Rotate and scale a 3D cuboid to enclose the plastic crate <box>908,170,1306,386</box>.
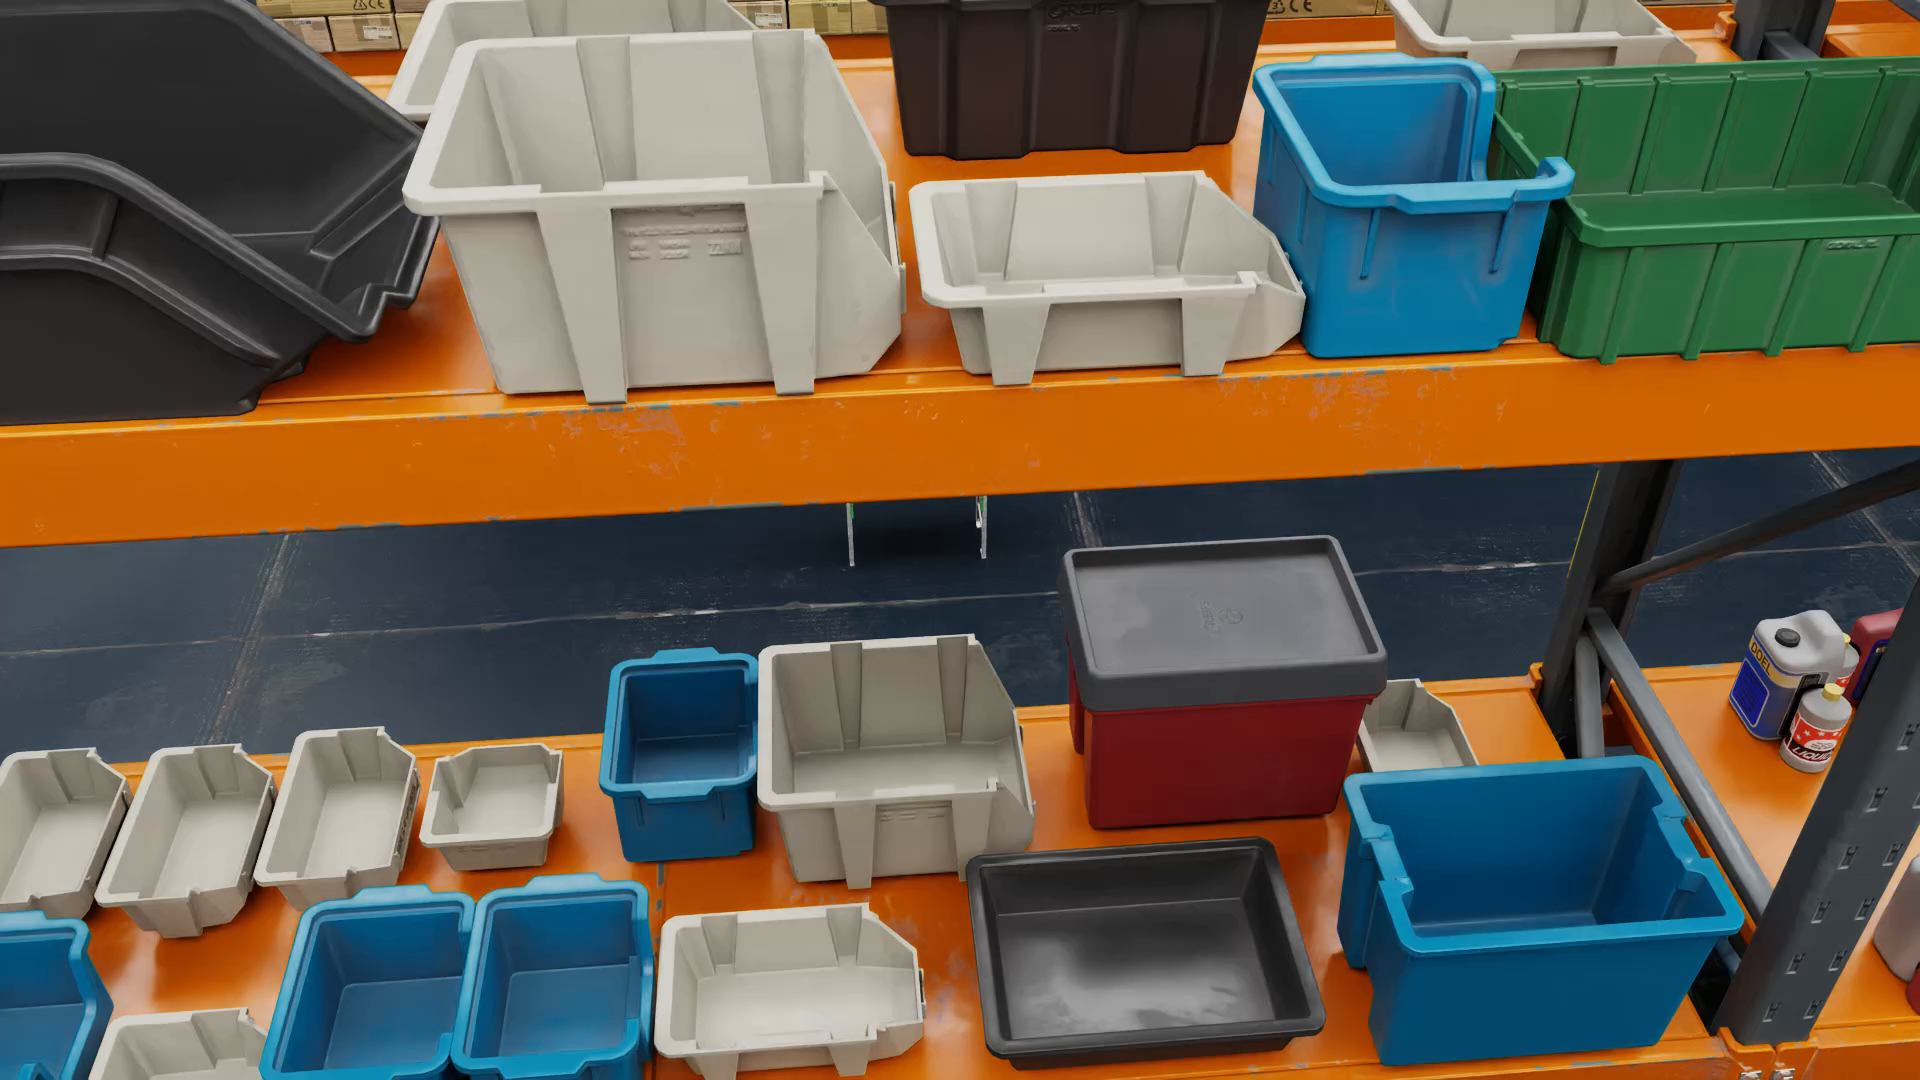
[{"bbox_3d":[0.179,-0.316,2.020,0.466,0.136,0.293,-3,38,-4],"label":"plastic crate"}]

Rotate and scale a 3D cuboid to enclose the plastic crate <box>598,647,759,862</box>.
[{"bbox_3d":[-0.549,0.444,3.352,0.300,0.233,0.416,-3,38,-4],"label":"plastic crate"}]

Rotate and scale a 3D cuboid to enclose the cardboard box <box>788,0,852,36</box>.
[{"bbox_3d":[-0.581,-2.214,6.837,0.250,0.149,0.380,-4,38,-5],"label":"cardboard box"}]

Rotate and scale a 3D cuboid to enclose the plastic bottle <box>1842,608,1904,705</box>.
[{"bbox_3d":[2.003,0.238,3.622,0.133,0.283,0.061,-3,38,-4],"label":"plastic bottle"}]

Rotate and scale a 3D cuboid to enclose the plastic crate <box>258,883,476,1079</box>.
[{"bbox_3d":[-0.985,0.833,2.860,0.300,0.233,0.416,-3,38,-4],"label":"plastic crate"}]

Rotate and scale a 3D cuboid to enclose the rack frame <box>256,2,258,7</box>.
[{"bbox_3d":[-3.011,-2.383,6.848,0.127,3.000,1.000,-3,38,-4],"label":"rack frame"}]

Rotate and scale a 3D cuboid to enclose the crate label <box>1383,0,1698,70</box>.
[{"bbox_3d":[0.899,-0.772,2.598,0.466,0.136,0.293,-3,38,-4],"label":"crate label"}]

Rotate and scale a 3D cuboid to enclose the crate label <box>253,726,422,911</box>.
[{"bbox_3d":[-1.211,0.559,3.284,0.243,0.136,0.396,-3,38,-4],"label":"crate label"}]

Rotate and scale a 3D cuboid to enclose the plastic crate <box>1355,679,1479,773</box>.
[{"bbox_3d":[0.936,0.471,3.396,0.243,0.136,0.396,-3,38,-4],"label":"plastic crate"}]

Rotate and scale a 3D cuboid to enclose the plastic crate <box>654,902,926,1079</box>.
[{"bbox_3d":[-0.296,0.815,2.960,0.466,0.136,0.293,-3,38,-4],"label":"plastic crate"}]

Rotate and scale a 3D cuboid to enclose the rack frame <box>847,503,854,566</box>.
[{"bbox_3d":[-0.408,-0.449,5.850,0.015,1.200,0.240,-3,38,-4],"label":"rack frame"}]

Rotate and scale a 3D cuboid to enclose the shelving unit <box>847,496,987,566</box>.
[{"bbox_3d":[-0.165,-0.462,5.867,0.503,1.200,0.258,-3,38,-4],"label":"shelving unit"}]

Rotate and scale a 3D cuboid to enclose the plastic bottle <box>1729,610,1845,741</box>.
[{"bbox_3d":[1.776,0.281,3.572,0.135,0.276,0.152,-3,38,-4],"label":"plastic bottle"}]

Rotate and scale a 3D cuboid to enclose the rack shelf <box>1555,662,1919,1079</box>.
[{"bbox_3d":[3.404,0.626,3.615,4.000,0.370,1.077,-3,38,-4],"label":"rack shelf"}]

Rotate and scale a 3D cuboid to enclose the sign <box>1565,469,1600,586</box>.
[{"bbox_3d":[1.365,0.005,3.598,0.005,0.325,0.100,-3,38,-4],"label":"sign"}]

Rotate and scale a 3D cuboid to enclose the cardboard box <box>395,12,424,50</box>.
[{"bbox_3d":[-2.117,-2.129,6.730,0.250,0.149,0.380,-4,38,-5],"label":"cardboard box"}]

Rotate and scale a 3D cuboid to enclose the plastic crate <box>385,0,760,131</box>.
[{"bbox_3d":[-0.536,-0.667,2.466,0.530,0.136,0.437,-3,38,-4],"label":"plastic crate"}]

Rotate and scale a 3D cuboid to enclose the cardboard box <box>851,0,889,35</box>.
[{"bbox_3d":[-0.326,-2.228,6.855,0.250,0.149,0.380,-2,38,-3],"label":"cardboard box"}]

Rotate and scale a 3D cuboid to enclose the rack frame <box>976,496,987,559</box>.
[{"bbox_3d":[0.078,-0.475,5.884,0.015,1.200,0.240,-3,38,-4],"label":"rack frame"}]

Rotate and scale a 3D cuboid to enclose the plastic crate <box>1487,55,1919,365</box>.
[{"bbox_3d":[1.017,-0.431,2.124,0.662,0.188,0.450,-3,38,-4],"label":"plastic crate"}]

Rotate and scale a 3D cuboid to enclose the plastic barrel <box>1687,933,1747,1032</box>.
[{"bbox_3d":[1.956,1.093,3.798,0.708,0.901,0.600,-3,38,-4],"label":"plastic barrel"}]

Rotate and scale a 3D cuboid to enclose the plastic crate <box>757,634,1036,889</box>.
[{"bbox_3d":[-0.125,0.447,3.309,0.530,0.282,0.437,-3,38,-4],"label":"plastic crate"}]

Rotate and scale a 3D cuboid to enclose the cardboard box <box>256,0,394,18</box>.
[{"bbox_3d":[-2.509,-2.300,6.625,0.500,0.250,0.500,-4,38,-5],"label":"cardboard box"}]

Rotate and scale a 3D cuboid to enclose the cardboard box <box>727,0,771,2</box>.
[{"bbox_3d":[-0.971,-2.390,6.739,0.500,0.250,0.500,-4,38,-5],"label":"cardboard box"}]

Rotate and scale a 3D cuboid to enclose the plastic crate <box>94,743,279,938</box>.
[{"bbox_3d":[-1.486,0.590,3.246,0.243,0.136,0.396,-3,38,-4],"label":"plastic crate"}]

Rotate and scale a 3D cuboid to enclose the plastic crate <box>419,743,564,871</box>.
[{"bbox_3d":[-0.917,0.532,3.319,0.250,0.136,0.298,-3,38,-4],"label":"plastic crate"}]

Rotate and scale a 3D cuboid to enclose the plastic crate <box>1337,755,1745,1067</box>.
[{"bbox_3d":[0.977,0.672,2.941,0.575,0.384,0.392,-3,38,-4],"label":"plastic crate"}]

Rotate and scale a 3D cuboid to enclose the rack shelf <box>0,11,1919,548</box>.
[{"bbox_3d":[-0.580,-0.332,2.408,4.000,0.370,1.077,-3,38,-4],"label":"rack shelf"}]

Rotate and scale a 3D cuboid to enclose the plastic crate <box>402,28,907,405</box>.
[{"bbox_3d":[-0.337,-0.389,1.996,0.530,0.282,0.437,-3,38,-4],"label":"plastic crate"}]

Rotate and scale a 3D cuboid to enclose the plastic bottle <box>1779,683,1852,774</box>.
[{"bbox_3d":[1.806,0.387,3.499,0.097,0.201,0.097,0,38,0],"label":"plastic bottle"}]

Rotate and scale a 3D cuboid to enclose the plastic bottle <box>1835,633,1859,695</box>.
[{"bbox_3d":[1.889,0.287,3.625,0.097,0.201,0.097,0,38,0],"label":"plastic bottle"}]

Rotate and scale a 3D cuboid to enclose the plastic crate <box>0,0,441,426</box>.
[{"bbox_3d":[-1.026,-0.394,1.957,0.767,0.338,0.504,-3,38,-4],"label":"plastic crate"}]

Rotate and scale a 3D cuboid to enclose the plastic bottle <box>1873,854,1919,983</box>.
[{"bbox_3d":[1.832,0.651,3.043,0.185,0.351,0.144,-3,38,-4],"label":"plastic bottle"}]

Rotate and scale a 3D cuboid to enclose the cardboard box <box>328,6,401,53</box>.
[{"bbox_3d":[-2.372,-2.115,6.712,0.250,0.149,0.380,-4,38,-5],"label":"cardboard box"}]

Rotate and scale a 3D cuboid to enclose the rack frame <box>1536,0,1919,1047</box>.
[{"bbox_3d":[1.412,0.454,3.253,0.127,3.000,1.000,-3,38,-4],"label":"rack frame"}]

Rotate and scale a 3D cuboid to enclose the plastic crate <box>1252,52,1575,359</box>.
[{"bbox_3d":[0.534,-0.411,2.063,0.300,0.233,0.416,-3,38,-4],"label":"plastic crate"}]

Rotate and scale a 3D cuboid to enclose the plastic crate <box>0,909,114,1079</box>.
[{"bbox_3d":[-1.641,0.869,2.814,0.300,0.233,0.416,-3,38,-4],"label":"plastic crate"}]

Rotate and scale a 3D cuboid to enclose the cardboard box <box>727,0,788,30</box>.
[{"bbox_3d":[-0.835,-2.201,6.820,0.250,0.149,0.380,-3,38,-3],"label":"cardboard box"}]

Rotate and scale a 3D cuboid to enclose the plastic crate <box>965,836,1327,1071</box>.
[{"bbox_3d":[0.321,0.765,3.032,0.590,0.125,0.437,-3,38,-4],"label":"plastic crate"}]

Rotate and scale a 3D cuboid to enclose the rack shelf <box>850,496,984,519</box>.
[{"bbox_3d":[-0.165,-0.223,6.055,0.480,0.148,0.258,-3,38,-4],"label":"rack shelf"}]

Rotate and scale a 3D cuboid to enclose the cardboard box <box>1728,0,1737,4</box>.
[{"bbox_3d":[3.474,-2.627,7.077,0.500,0.500,0.500,-4,38,-5],"label":"cardboard box"}]

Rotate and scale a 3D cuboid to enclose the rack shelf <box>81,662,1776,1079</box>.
[{"bbox_3d":[-0.580,0.846,3.337,4.000,0.370,1.077,-3,38,-4],"label":"rack shelf"}]

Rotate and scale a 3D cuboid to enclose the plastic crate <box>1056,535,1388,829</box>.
[{"bbox_3d":[0.501,0.299,3.349,0.583,0.464,0.402,-3,38,-4],"label":"plastic crate"}]

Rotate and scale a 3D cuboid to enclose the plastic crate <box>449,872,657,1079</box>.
[{"bbox_3d":[-0.687,0.816,2.881,0.300,0.233,0.416,-3,38,-4],"label":"plastic crate"}]

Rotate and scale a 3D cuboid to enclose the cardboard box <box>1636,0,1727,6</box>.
[{"bbox_3d":[2.967,-2.599,7.042,0.500,0.500,0.500,-2,38,-3],"label":"cardboard box"}]

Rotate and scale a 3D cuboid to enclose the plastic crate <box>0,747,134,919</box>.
[{"bbox_3d":[-1.776,0.597,3.237,0.243,0.136,0.396,-3,38,-4],"label":"plastic crate"}]

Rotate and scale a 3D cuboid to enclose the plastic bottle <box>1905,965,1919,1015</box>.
[{"bbox_3d":[1.815,0.743,2.981,0.133,0.283,0.061,-3,38,-4],"label":"plastic bottle"}]

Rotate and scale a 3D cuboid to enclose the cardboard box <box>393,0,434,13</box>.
[{"bbox_3d":[-1.992,-2.333,6.666,0.500,0.250,0.500,-4,38,-5],"label":"cardboard box"}]

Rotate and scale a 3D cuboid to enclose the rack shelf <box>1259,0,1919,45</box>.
[{"bbox_3d":[2.966,-2.430,7.488,4.000,0.370,1.077,-3,38,-4],"label":"rack shelf"}]

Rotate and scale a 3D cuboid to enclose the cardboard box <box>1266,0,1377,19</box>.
[{"bbox_3d":[1.454,-2.513,6.932,0.500,0.500,0.500,-3,38,-4],"label":"cardboard box"}]

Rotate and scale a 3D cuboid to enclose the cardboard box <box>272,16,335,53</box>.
[{"bbox_3d":[-2.628,-2.100,6.693,0.250,0.149,0.380,-3,38,-3],"label":"cardboard box"}]

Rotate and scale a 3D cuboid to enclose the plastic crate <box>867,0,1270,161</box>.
[{"bbox_3d":[0.151,-0.774,2.493,0.590,0.269,0.497,-3,38,-4],"label":"plastic crate"}]

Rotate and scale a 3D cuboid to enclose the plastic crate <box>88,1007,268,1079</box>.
[{"bbox_3d":[-1.294,0.939,2.803,0.298,0.136,0.250,-3,38,-4],"label":"plastic crate"}]

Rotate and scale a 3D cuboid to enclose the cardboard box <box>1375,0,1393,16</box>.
[{"bbox_3d":[1.955,-2.541,6.968,0.500,0.500,0.500,-3,38,-4],"label":"cardboard box"}]

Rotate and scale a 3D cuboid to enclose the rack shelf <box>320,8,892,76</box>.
[{"bbox_3d":[-1.019,-2.210,7.210,4.000,0.370,1.077,-3,38,-4],"label":"rack shelf"}]

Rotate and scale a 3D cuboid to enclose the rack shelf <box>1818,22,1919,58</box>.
[{"bbox_3d":[3.404,-0.551,2.686,4.000,0.370,1.077,-3,38,-4],"label":"rack shelf"}]
